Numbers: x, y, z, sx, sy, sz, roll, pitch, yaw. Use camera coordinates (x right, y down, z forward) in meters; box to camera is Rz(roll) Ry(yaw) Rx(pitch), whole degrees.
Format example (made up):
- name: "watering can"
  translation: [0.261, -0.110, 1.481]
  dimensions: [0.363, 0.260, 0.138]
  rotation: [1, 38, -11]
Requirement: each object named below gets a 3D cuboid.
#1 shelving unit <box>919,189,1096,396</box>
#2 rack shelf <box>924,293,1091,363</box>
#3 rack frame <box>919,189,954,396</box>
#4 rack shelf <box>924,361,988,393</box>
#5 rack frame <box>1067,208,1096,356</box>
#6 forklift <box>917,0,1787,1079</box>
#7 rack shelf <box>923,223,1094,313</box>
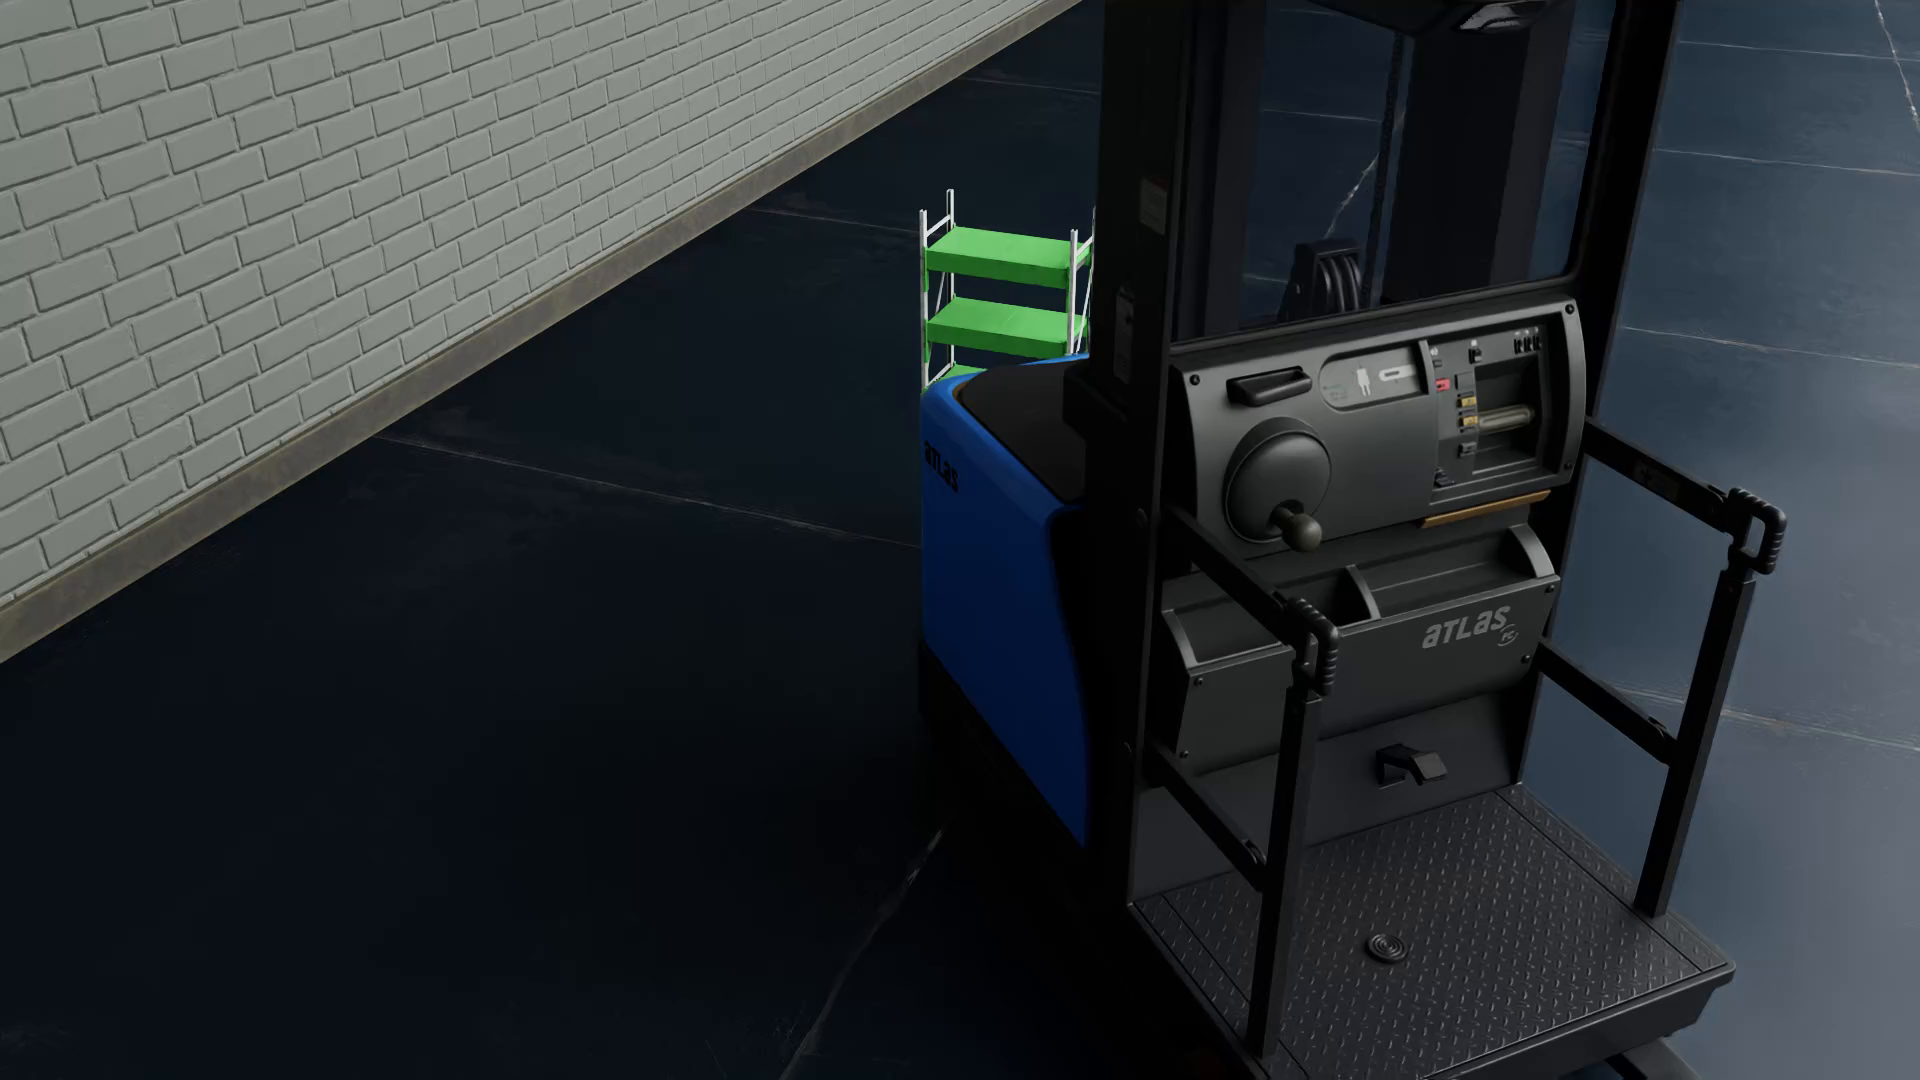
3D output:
- name: "shelving unit"
  translation: [0.153, -0.492, 5.401]
  dimensions: [0.503, 1.200, 0.258]
  rotation: [11, 31, 19]
- name: "rack shelf"
  translation: [0.153, -0.645, 5.314]
  dimensions: [0.480, 0.148, 0.258]
  rotation: [11, 31, 19]
- name: "rack frame"
  translation: [-0.073, -0.537, 5.480]
  dimensions: [0.015, 1.200, 0.240]
  rotation: [11, 31, 19]
- name: "rack shelf"
  translation: [0.153, -0.436, 5.432]
  dimensions: [0.480, 0.148, 0.258]
  rotation: [11, 31, 19]
- name: "rack frame"
  translation: [0.379, -0.447, 5.321]
  dimensions: [0.015, 1.200, 0.240]
  rotation: [11, 31, 19]
- name: "forklift"
  translation: [0.935, -0.185, 3.099]
  dimensions: [1.130, 2.935, 3.031]
  rotation: [-12, 32, -20]
- name: "rack shelf"
  translation: [0.153, -0.854, 5.196]
  dimensions: [0.480, 0.148, 0.258]
  rotation: [11, 31, 19]
